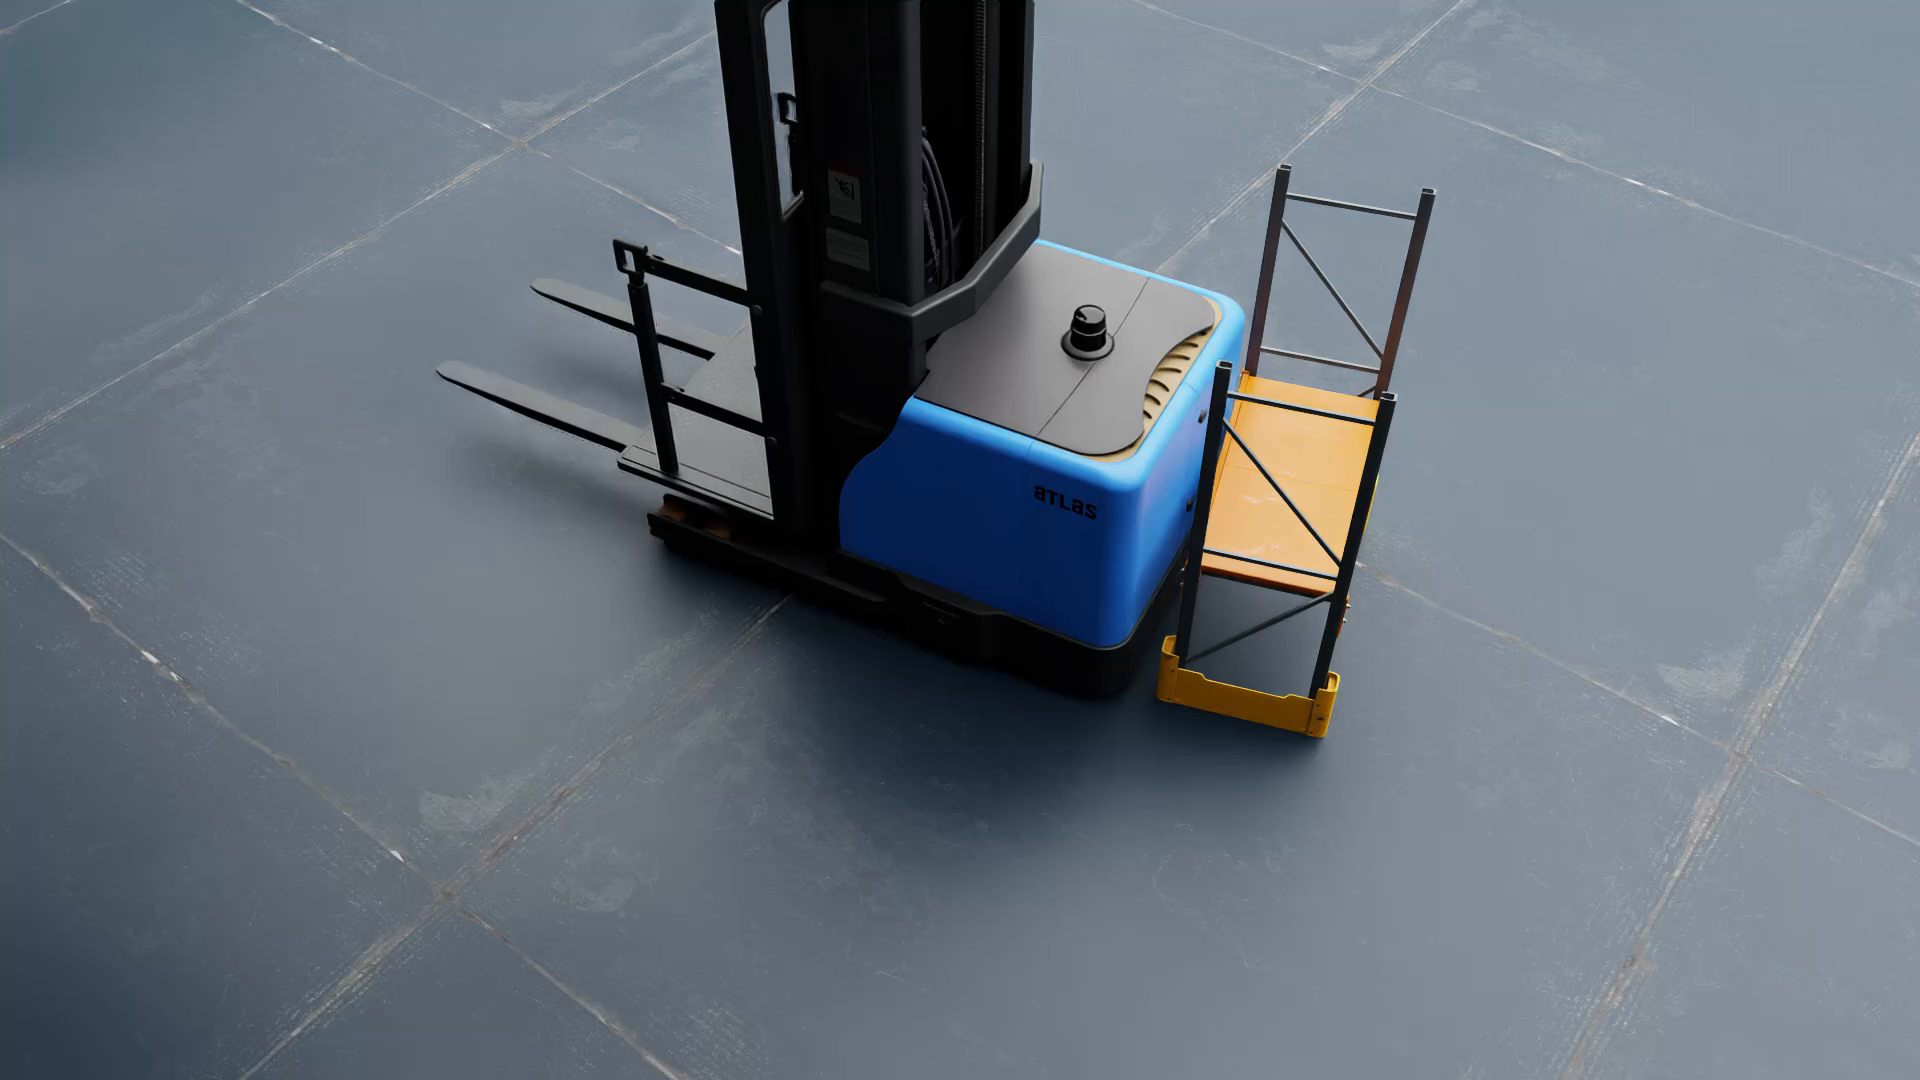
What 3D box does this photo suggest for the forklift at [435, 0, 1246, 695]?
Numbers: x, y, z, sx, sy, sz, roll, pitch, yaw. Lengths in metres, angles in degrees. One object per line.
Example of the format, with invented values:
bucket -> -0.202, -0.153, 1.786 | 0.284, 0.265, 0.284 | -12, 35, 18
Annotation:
forklift -> -0.584, -1.247, 5.414 | 3.031, 2.935, 1.130 | 20, 50, 18

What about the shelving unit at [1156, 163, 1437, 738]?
shelving unit -> 1.109, -0.282, 5.482 | 0.587, 1.500, 1.083 | 13, 48, 12

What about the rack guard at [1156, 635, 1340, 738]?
rack guard -> 0.962, 0.494, 5.605 | 0.587, 0.250, 0.087 | 13, 48, 12

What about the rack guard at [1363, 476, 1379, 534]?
rack guard -> 1.255, -0.194, 6.262 | 0.587, 0.250, 0.087 | 13, 48, 12

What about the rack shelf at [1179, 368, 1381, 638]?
rack shelf -> 1.106, -0.151, 5.606 | 0.538, 0.185, 1.000 | 13, 48, 12

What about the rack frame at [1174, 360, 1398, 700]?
rack frame -> 0.957, 0.076, 5.140 | 0.500, 1.500, 0.032 | 13, 48, 12

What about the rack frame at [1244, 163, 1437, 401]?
rack frame -> 1.256, -0.627, 5.811 | 0.500, 1.500, 0.032 | 13, 48, 12
